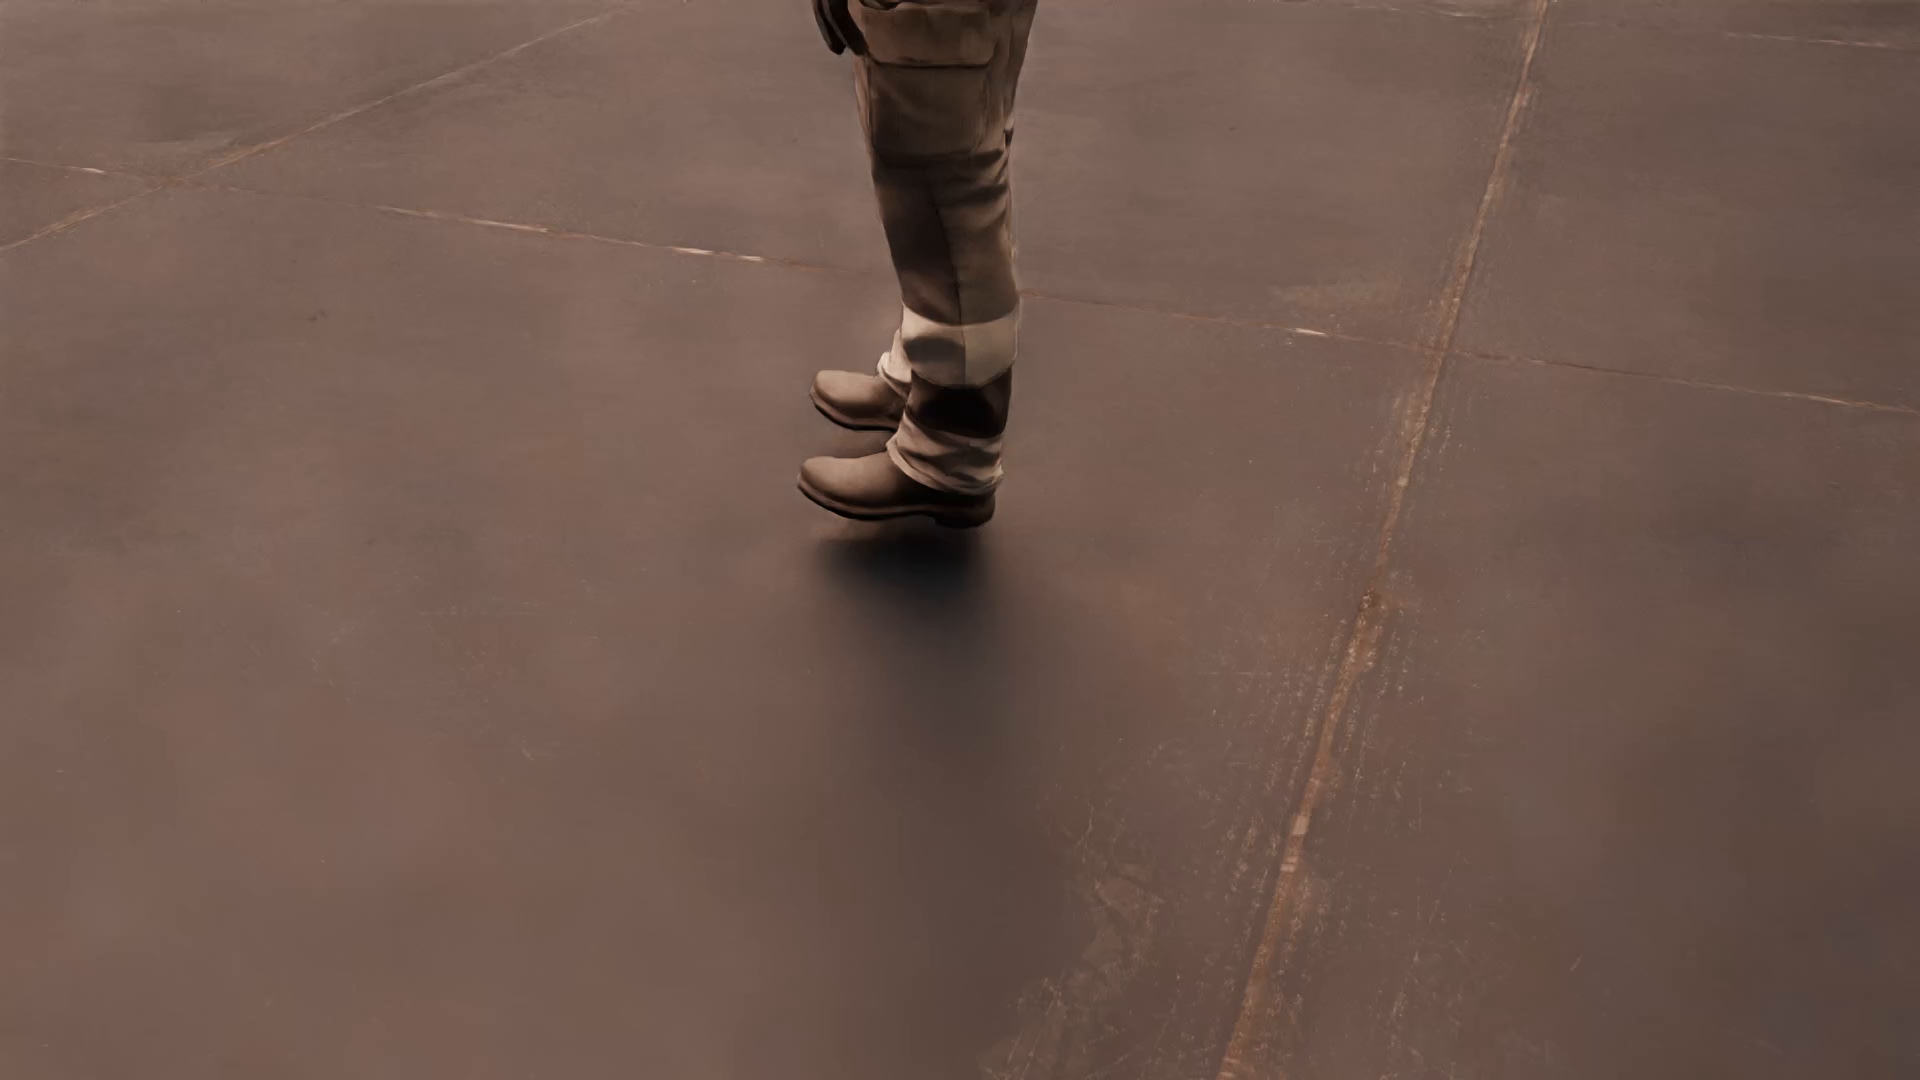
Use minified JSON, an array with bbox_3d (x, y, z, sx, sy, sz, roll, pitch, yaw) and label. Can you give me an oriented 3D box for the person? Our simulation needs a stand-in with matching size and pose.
[{"bbox_3d":[-0.071,-0.836,2.071,0.563,1.783,0.637,10,31,18],"label":"person"}]
